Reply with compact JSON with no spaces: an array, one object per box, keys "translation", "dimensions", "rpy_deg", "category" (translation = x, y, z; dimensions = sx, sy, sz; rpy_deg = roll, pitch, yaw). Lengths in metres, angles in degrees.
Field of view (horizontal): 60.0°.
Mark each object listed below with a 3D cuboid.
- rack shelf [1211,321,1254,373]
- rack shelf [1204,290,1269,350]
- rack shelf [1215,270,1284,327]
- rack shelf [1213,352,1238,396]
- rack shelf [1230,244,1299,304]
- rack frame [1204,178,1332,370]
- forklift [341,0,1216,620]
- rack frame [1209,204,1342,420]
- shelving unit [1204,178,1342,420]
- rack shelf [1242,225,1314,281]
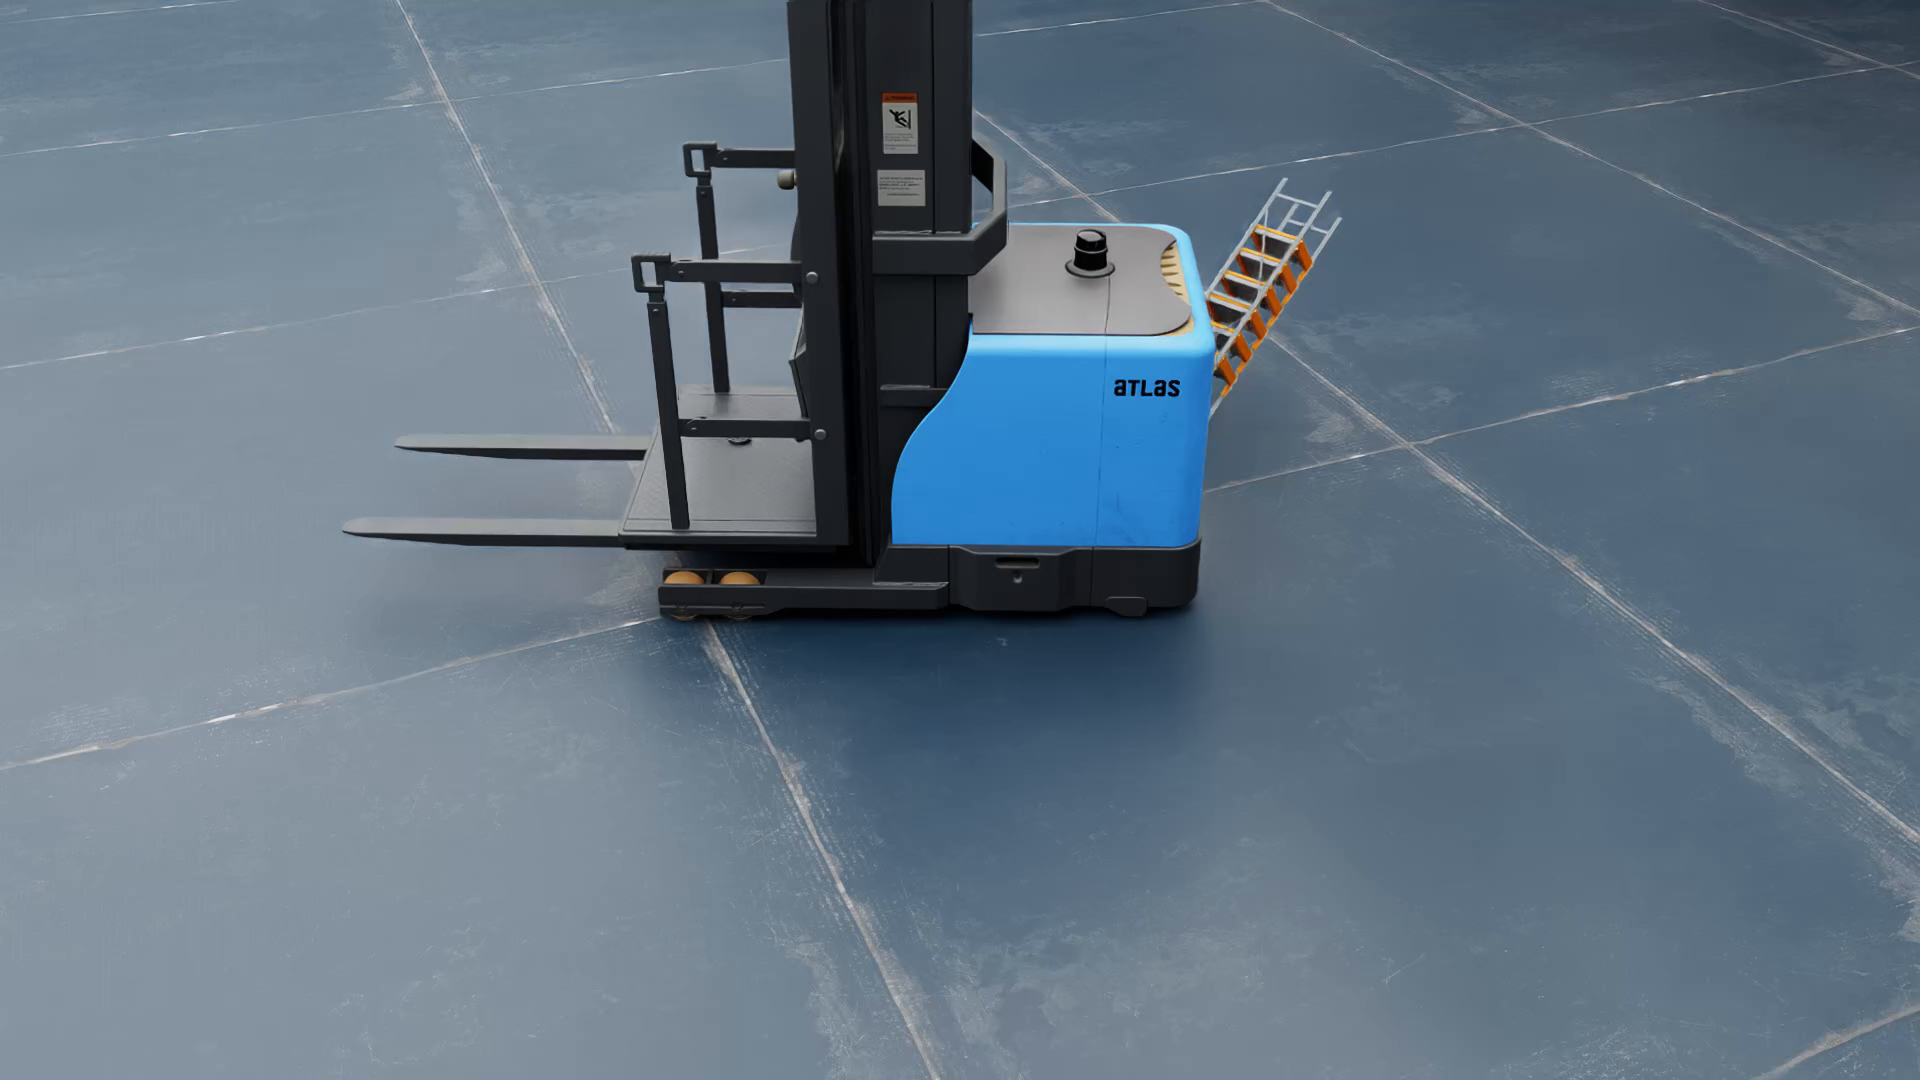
[{"translation":[1.063,-0.817,6.883],"dimensions":[0.258,0.180,0.103],"rpy_deg":[28,79,35],"category":"rack shelf"},{"translation":[1.130,-0.915,6.903],"dimensions":[0.258,0.180,0.103],"rpy_deg":[28,79,35],"category":"rack shelf"},{"translation":[1.197,-1.013,6.922],"dimensions":[0.258,0.180,0.103],"rpy_deg":[28,79,35],"category":"rack shelf"},{"translation":[0.996,-0.719,6.864],"dimensions":[0.258,0.180,0.103],"rpy_deg":[28,79,35],"category":"rack shelf"},{"translation":[1.263,-1.111,6.942],"dimensions":[0.258,0.180,0.103],"rpy_deg":[28,79,35],"category":"rack shelf"},{"translation":[1.117,-0.991,6.837],"dimensions":[0.240,0.006,1.200],"rpy_deg":[28,79,35],"category":"rack frame"},{"translation":[-0.673,-1.238,5.465],"dimensions":[3.031,2.935,1.130],"rpy_deg":[1,33,1],"category":"forklift"},{"translation":[1.192,-0.911,6.983],"dimensions":[0.240,0.006,1.200],"rpy_deg":[28,79,35],"category":"rack frame"},{"translation":[1.155,-0.951,6.910],"dimensions":[0.258,0.189,1.200],"rpy_deg":[28,79,35],"category":"shelving unit"},{"translation":[1.330,-1.208,6.961],"dimensions":[0.258,0.180,0.103],"rpy_deg":[28,79,35],"category":"rack shelf"}]
